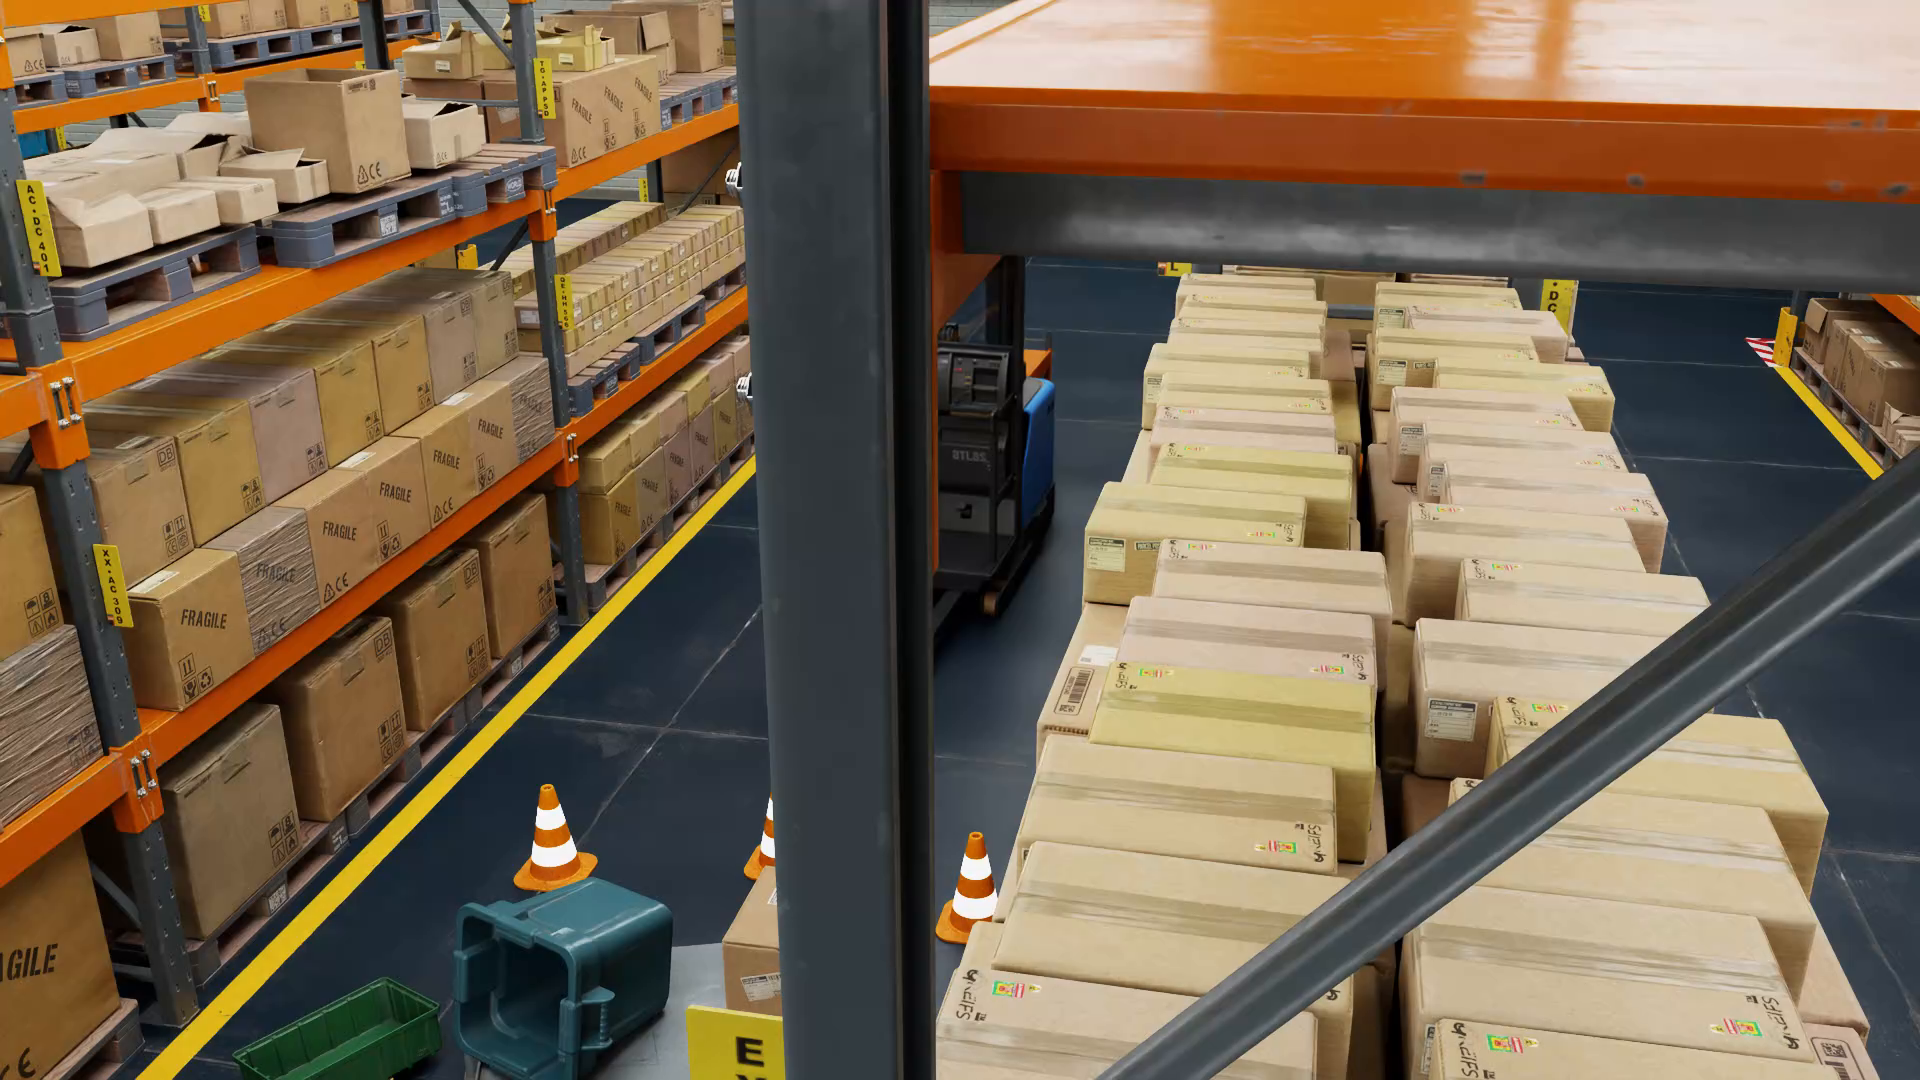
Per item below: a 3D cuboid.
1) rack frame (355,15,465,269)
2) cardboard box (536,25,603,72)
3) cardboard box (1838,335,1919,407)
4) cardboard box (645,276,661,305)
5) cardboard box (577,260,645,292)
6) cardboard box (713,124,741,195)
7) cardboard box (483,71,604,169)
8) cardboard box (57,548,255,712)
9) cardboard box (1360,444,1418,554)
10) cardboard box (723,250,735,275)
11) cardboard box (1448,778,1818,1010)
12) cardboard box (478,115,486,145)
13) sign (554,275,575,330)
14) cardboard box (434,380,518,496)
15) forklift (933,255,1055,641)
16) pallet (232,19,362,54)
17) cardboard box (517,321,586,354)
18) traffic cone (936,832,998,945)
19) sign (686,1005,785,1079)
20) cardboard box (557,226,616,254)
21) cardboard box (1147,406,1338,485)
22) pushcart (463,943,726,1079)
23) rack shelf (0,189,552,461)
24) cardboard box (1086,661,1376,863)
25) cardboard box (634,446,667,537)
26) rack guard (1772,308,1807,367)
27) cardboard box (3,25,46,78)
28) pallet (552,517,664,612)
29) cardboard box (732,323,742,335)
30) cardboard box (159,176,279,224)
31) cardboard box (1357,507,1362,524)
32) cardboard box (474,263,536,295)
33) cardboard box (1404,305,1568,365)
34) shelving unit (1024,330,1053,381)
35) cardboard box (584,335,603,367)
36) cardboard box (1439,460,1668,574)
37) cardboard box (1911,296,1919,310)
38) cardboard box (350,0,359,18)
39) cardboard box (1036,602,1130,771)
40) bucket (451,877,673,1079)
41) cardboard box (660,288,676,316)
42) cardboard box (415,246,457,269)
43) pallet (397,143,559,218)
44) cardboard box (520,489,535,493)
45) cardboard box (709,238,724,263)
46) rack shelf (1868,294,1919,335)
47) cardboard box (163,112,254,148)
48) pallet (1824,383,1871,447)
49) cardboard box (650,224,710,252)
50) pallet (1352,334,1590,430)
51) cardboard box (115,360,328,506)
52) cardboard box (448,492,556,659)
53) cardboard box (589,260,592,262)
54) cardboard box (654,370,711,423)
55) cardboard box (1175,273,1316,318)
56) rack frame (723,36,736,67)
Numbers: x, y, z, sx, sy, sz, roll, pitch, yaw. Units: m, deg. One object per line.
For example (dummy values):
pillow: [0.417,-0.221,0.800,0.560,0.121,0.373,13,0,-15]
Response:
rack frame: [-6.062,-4.237,18.358,1.000,3.000,0.127,4,22,11]
cardboard box: [-2.402,-3.004,10.124,0.396,0.266,0.258,4,22,11]
cardboard box: [7.863,-1.428,14.167,0.500,0.500,0.500,5,22,12]
cardboard box: [-2.303,-1.745,11.546,0.380,0.149,0.250,4,22,10]
cardboard box: [-2.361,-1.788,11.256,0.380,0.149,0.250,6,23,13]
cardboard box: [-1.713,-3.153,13.797,0.500,0.500,0.500,5,22,12]
cardboard box: [-2.483,-2.522,9.952,0.500,0.500,0.500,4,22,11]
cardboard box: [-3.305,0.349,6.838,0.500,0.500,0.500,5,22,12]
cardboard box: [1.144,0.000,3.626,0.500,0.250,0.500,4,22,10]
cardboard box: [-1.983,-2.181,13.029,0.380,0.149,0.250,5,22,11]
cardboard box: [0.794,0.431,2.022,0.380,0.149,0.250,4,22,11]
cardboard box: [-2.766,-2.184,8.863,0.380,0.166,0.250,4,22,11]
sign: [-2.316,-1.392,9.744,0.100,0.325,0.005,4,22,11]
cardboard box: [-2.792,-0.575,9.131,0.500,0.500,0.500,4,22,11]
forklift: [-0.197,-1.029,10.485,1.130,2.935,3.031,6,23,14]
pallet: [-6.450,-4.867,16.027,1.003,0.211,1.213,4,22,11]
cardboard box: [-2.565,-1.273,10.376,0.380,0.149,0.250,5,23,13]
traffic cone: [0.073,1.524,7.450,0.336,0.463,0.334,4,22,11]
sign: [-0.165,0.519,1.350,0.100,0.325,0.005,4,22,11]
cardboard box: [-2.785,-2.223,12.336,0.380,0.149,0.250,4,22,10]
cardboard box: [0.595,-0.166,3.505,0.380,0.149,0.250,4,22,10]
pushcart: [-1.052,1.968,6.461,1.648,0.377,0.936,-3,22,-8]
rack shelf: [-3.268,-1.222,7.820,1.077,0.370,4.000,4,22,11]
cardboard box: [0.381,0.305,2.336,0.380,0.149,0.250,5,22,11]
cardboard box: [-2.366,-0.354,11.502,0.500,0.500,0.500,5,22,12]
rack guard: [8.484,-1.917,15.944,1.175,0.500,0.348,4,22,11]
cardboard box: [-7.299,-3.694,12.294,0.797,0.503,0.637,4,22,10]
pallet: [-2.699,0.112,11.293,1.003,0.211,1.213,4,22,11]
cardboard box: [-2.169,-1.845,14.877,0.380,0.149,0.250,4,22,10]
cardboard box: [-3.135,-1.442,7.043,0.380,0.149,0.250,4,22,11]
cardboard box: [1.161,0.041,4.056,0.380,0.149,0.250,4,22,9]
cardboard box: [-3.051,-1.750,11.160,0.380,0.149,0.250,5,22,13]
cardboard box: [1.362,-0.504,4.343,0.380,0.149,0.250,4,22,10]
shelving unit: [0.332,-0.933,12.663,0.538,1.125,1.048,6,23,14]
cardboard box: [-2.516,-1.220,10.643,0.380,0.149,0.250,6,23,14]
cardboard box: [1.117,-0.030,3.167,0.380,0.149,0.250,5,22,12]
cardboard box: [7.562,-1.854,12.779,0.380,0.149,0.250,5,22,12]
cardboard box: [-6.349,-5.525,16.711,0.700,0.500,0.500,4,22,9]
cardboard box: [0.420,0.329,2.809,0.500,0.250,0.500,5,22,12]
bucket: [-1.447,1.606,6.198,0.726,0.611,0.620,13,15,29]
cardboard box: [-2.248,-1.702,11.840,0.380,0.149,0.250,4,22,9]
cardboard box: [-6.114,-3.206,18.080,0.875,0.875,0.875,4,22,11]
pallet: [-2.939,-1.960,8.943,1.213,0.211,1.003,6,23,13]
cardboard box: [-2.981,-0.192,11.098,0.500,0.500,0.500,4,22,11]
cardboard box: [-2.037,-2.227,12.745,0.380,0.149,0.250,5,23,13]
rack shelf: [8.091,-2.039,13.864,1.077,0.370,4.000,4,22,11]
cardboard box: [-3.430,-1.868,7.885,0.500,0.311,0.500,4,22,10]
pallet: [8.071,-1.046,14.169,1.003,0.211,1.213,4,22,11]
cardboard box: [-2.096,-2.262,12.434,0.380,0.149,0.250,4,22,11]
pallet: [1.421,-0.614,5.600,1.213,0.211,1.003,4,22,11]
cardboard box: [-3.374,-0.498,7.603,0.700,0.500,0.500,5,22,11]
cardboard box: [-3.072,0.169,9.868,1.050,0.750,0.750,4,22,10]
cardboard box: [-2.837,-1.986,12.145,0.380,0.149,0.250,4,22,10]
cardboard box: [-2.160,-1.069,12.272,0.500,0.250,0.500,3,22,9]
cardboard box: [0.807,-0.647,4.698,0.380,0.149,0.250,4,22,10]
rack frame: [-2.043,-5.141,12.574,1.000,3.000,0.127,4,22,11]
